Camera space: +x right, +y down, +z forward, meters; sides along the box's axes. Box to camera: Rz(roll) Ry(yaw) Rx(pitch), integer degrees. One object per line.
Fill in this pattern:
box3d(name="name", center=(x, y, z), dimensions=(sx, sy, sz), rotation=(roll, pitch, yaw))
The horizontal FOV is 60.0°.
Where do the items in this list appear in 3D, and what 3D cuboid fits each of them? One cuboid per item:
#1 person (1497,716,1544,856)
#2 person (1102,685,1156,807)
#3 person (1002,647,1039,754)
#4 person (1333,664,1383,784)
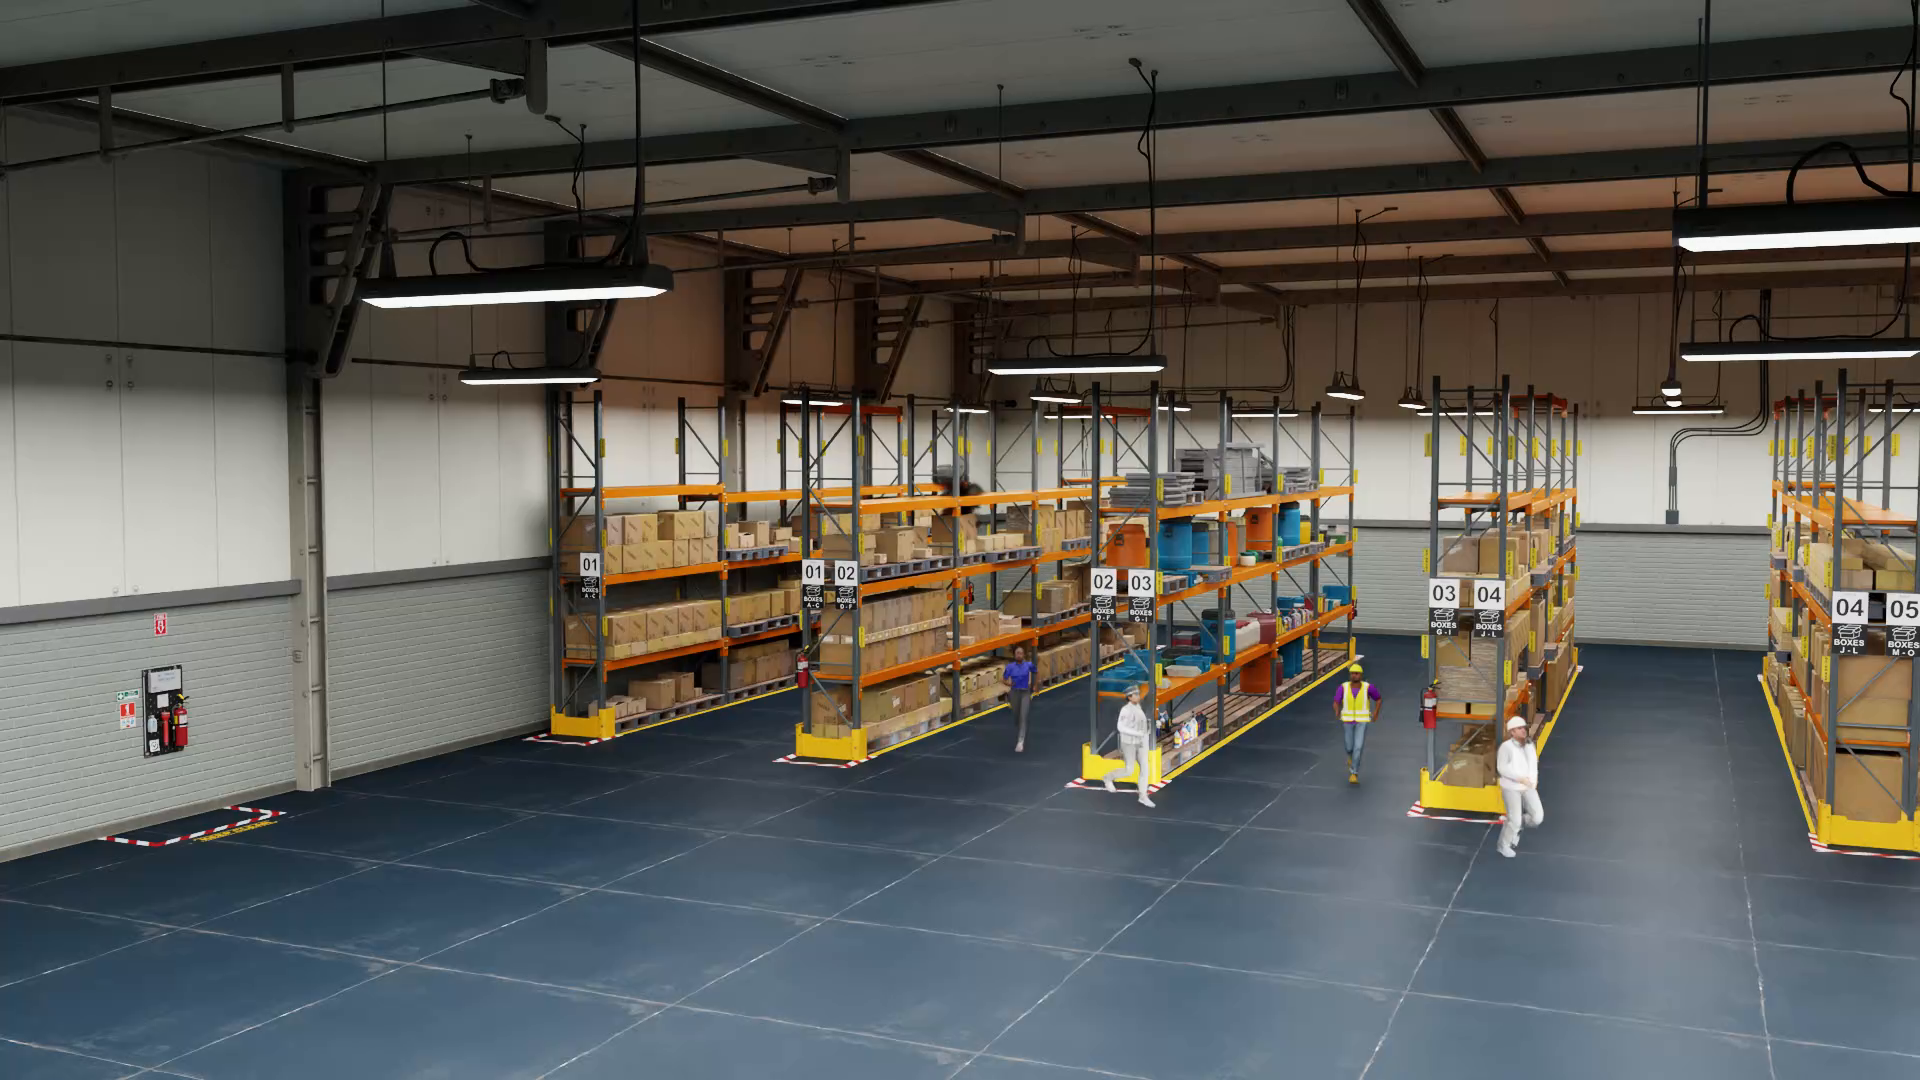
box3d(name="person", center=(6.857, 3.016, 20.297), dimensions=(0.692, 1.730, 0.659), rotation=(-1, 3, -20))
box3d(name="person", center=(2.407, 2.878, 23.451), dimensions=(0.865, 1.704, 0.619), rotation=(3, 4, 41))
box3d(name="person", center=(1.003, 2.623, 27.600), dimensions=(0.608, 1.700, 0.894), rotation=(0, 3, 5))
box3d(name="person", center=(6.003, 2.756, 25.175), dimensions=(0.712, 1.745, 0.829), rotation=(1, 3, 21))
